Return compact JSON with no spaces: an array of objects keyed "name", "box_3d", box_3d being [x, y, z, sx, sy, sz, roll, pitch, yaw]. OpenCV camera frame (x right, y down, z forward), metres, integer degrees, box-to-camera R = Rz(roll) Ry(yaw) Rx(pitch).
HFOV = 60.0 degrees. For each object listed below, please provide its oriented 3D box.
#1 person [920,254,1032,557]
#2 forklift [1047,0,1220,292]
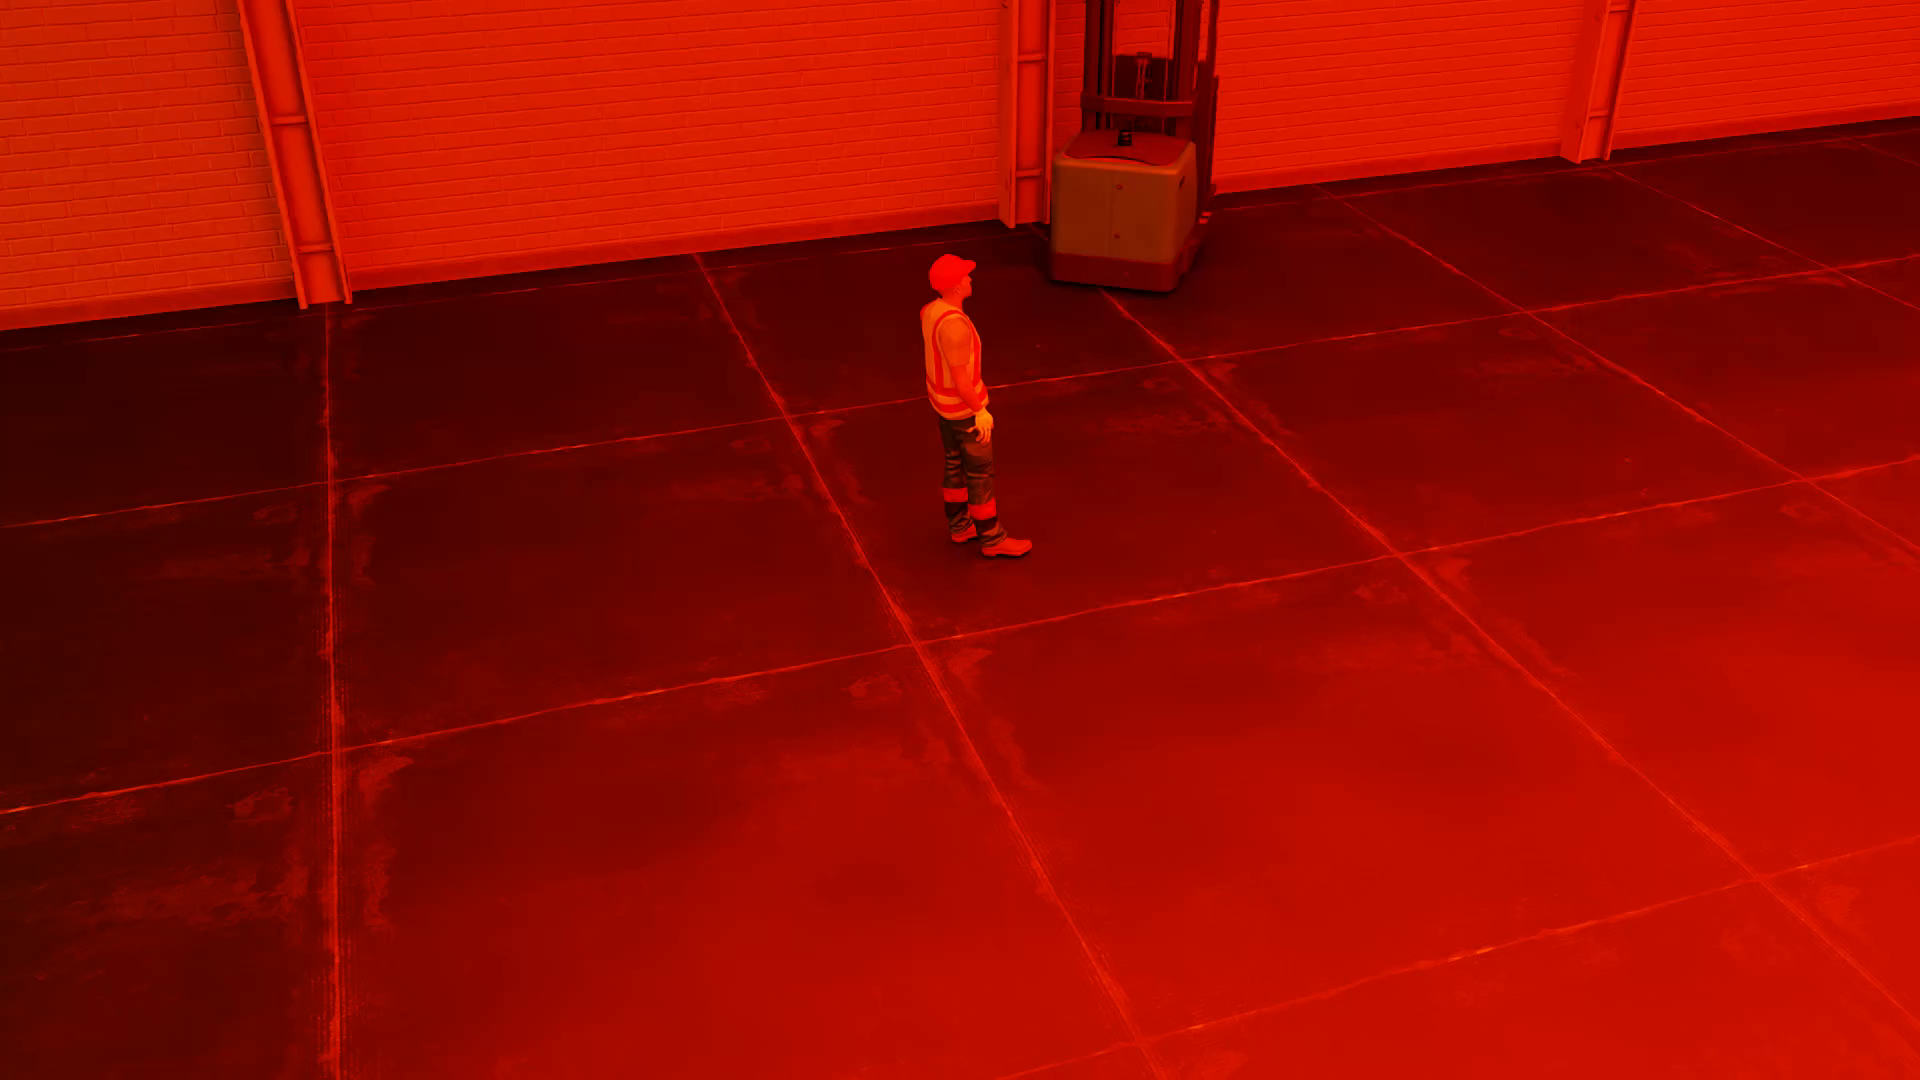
[{"name":"person","box_3d":[0.080,-0.789,9.589,0.562,1.790,0.637,-10,31,-16]},{"name":"forklift","box_3d":[1.637,-3.983,14.009,1.130,2.935,3.031,9,31,15]}]
